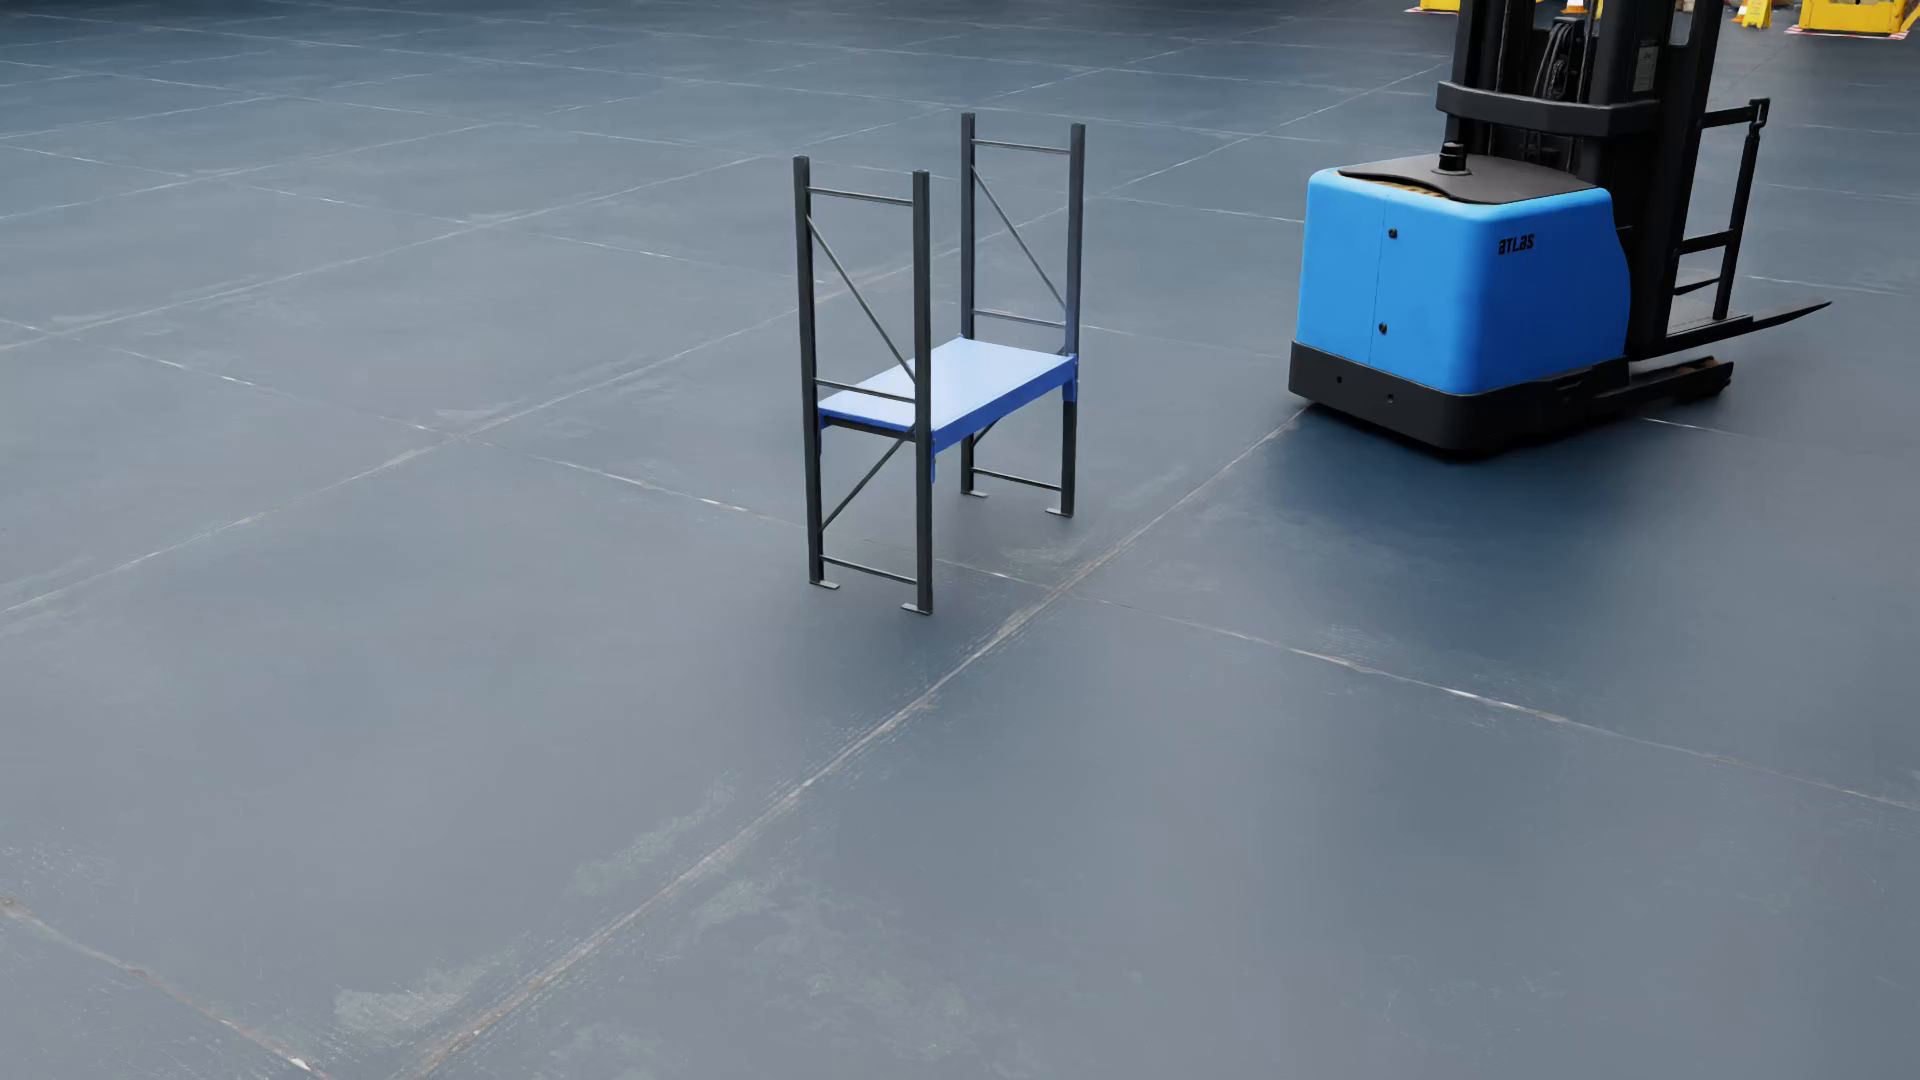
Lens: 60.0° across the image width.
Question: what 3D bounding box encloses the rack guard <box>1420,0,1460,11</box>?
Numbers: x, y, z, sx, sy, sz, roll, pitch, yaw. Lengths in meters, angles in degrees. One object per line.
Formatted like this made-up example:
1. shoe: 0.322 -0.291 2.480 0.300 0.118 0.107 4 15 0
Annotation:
1. rack guard: 7.179 -7.803 23.645 1.175 0.500 0.348 14 27 29

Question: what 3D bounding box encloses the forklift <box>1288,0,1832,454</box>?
1. forklift: 3.025 -2.143 7.510 3.031 2.935 1.130 -15 27 -31

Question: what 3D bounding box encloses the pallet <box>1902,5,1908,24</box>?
1. pallet: 11.949 -6.968 22.079 1.003 0.211 1.213 14 27 29

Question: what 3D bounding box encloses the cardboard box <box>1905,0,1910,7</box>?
1. cardboard box: 12.386 -7.271 22.202 0.500 0.250 0.500 15 28 31

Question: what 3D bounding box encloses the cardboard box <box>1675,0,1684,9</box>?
1. cardboard box: 10.226 -7.933 23.941 0.797 0.503 0.637 -3 24 -7

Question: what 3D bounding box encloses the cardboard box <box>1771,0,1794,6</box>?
1. cardboard box: 11.839 -8.082 24.288 0.500 0.500 0.500 -7 24 -17

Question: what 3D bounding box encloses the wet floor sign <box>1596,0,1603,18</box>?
1. wet floor sign: 8.859 -7.453 22.654 0.267 0.644 0.232 9 25 20

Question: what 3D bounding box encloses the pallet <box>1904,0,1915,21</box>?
1. pallet: 12.593 -7.378 23.027 1.003 0.211 1.213 14 27 29

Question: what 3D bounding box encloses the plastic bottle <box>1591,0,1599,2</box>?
1. plastic bottle: 9.561 -8.054 24.777 0.283 0.061 0.133 5 24 11

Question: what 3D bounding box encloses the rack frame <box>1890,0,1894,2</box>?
1. rack frame: 11.450 -7.955 20.850 1.000 3.000 0.127 14 27 29

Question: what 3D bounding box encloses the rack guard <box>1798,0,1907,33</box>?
1. rack guard: 11.490 -6.833 21.406 1.175 0.500 0.348 14 27 29

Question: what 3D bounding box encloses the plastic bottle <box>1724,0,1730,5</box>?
1. plastic bottle: 11.286 -7.914 24.454 0.133 0.061 0.283 20 30 38

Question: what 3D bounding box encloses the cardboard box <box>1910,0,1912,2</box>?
1. cardboard box: 12.664 -7.458 22.633 0.500 0.250 0.500 16 28 32

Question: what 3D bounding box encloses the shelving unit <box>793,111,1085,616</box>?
1. shelving unit: -0.045 -0.659 5.886 0.538 1.500 1.048 14 27 29

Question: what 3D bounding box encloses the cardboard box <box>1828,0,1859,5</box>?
1. cardboard box: 11.661 -7.223 22.092 0.500 0.250 0.500 14 27 29

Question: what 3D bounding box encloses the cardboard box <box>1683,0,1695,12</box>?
1. cardboard box: 10.425 -7.512 23.415 0.250 0.149 0.380 -12 26 -26

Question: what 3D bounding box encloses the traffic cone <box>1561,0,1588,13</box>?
1. traffic cone: 8.678 -7.676 23.398 0.336 0.463 0.334 14 27 29

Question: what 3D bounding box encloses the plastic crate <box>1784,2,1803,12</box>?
1. plastic crate: 12.035 -7.607 23.721 0.402 0.080 0.583 5 24 11

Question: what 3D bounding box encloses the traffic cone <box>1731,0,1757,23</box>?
1. traffic cone: 10.581 -7.206 22.313 0.336 0.463 0.334 14 27 29

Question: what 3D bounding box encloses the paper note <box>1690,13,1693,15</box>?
1. paper note: 10.258 -7.329 23.140 0.148 0.019 0.142 5 24 11

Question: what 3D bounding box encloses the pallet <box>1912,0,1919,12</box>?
1. pallet: 13.236 -7.791 23.982 1.003 0.211 1.213 14 27 29

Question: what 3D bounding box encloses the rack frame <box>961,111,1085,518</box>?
1. rack frame: 0.223 -0.831 6.282 0.500 1.500 0.032 14 27 29

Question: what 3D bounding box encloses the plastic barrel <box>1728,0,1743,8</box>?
1. plastic barrel: 11.254 -7.787 23.705 0.421 0.421 0.512 -7 24 -17

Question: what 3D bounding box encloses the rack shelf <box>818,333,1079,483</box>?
1. rack shelf: -0.045 -0.494 5.957 0.538 0.185 1.000 14 27 29

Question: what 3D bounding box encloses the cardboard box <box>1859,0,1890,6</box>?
1. cardboard box: 12.111 -7.100 21.808 0.500 0.250 0.500 14 27 29

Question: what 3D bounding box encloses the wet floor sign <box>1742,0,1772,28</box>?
1. wet floor sign: 10.441 -7.035 21.687 0.232 0.644 0.267 -17 29 -35

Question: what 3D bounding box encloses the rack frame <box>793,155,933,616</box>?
1. rack frame: -0.313 -0.488 5.489 0.500 1.500 0.032 14 27 29
